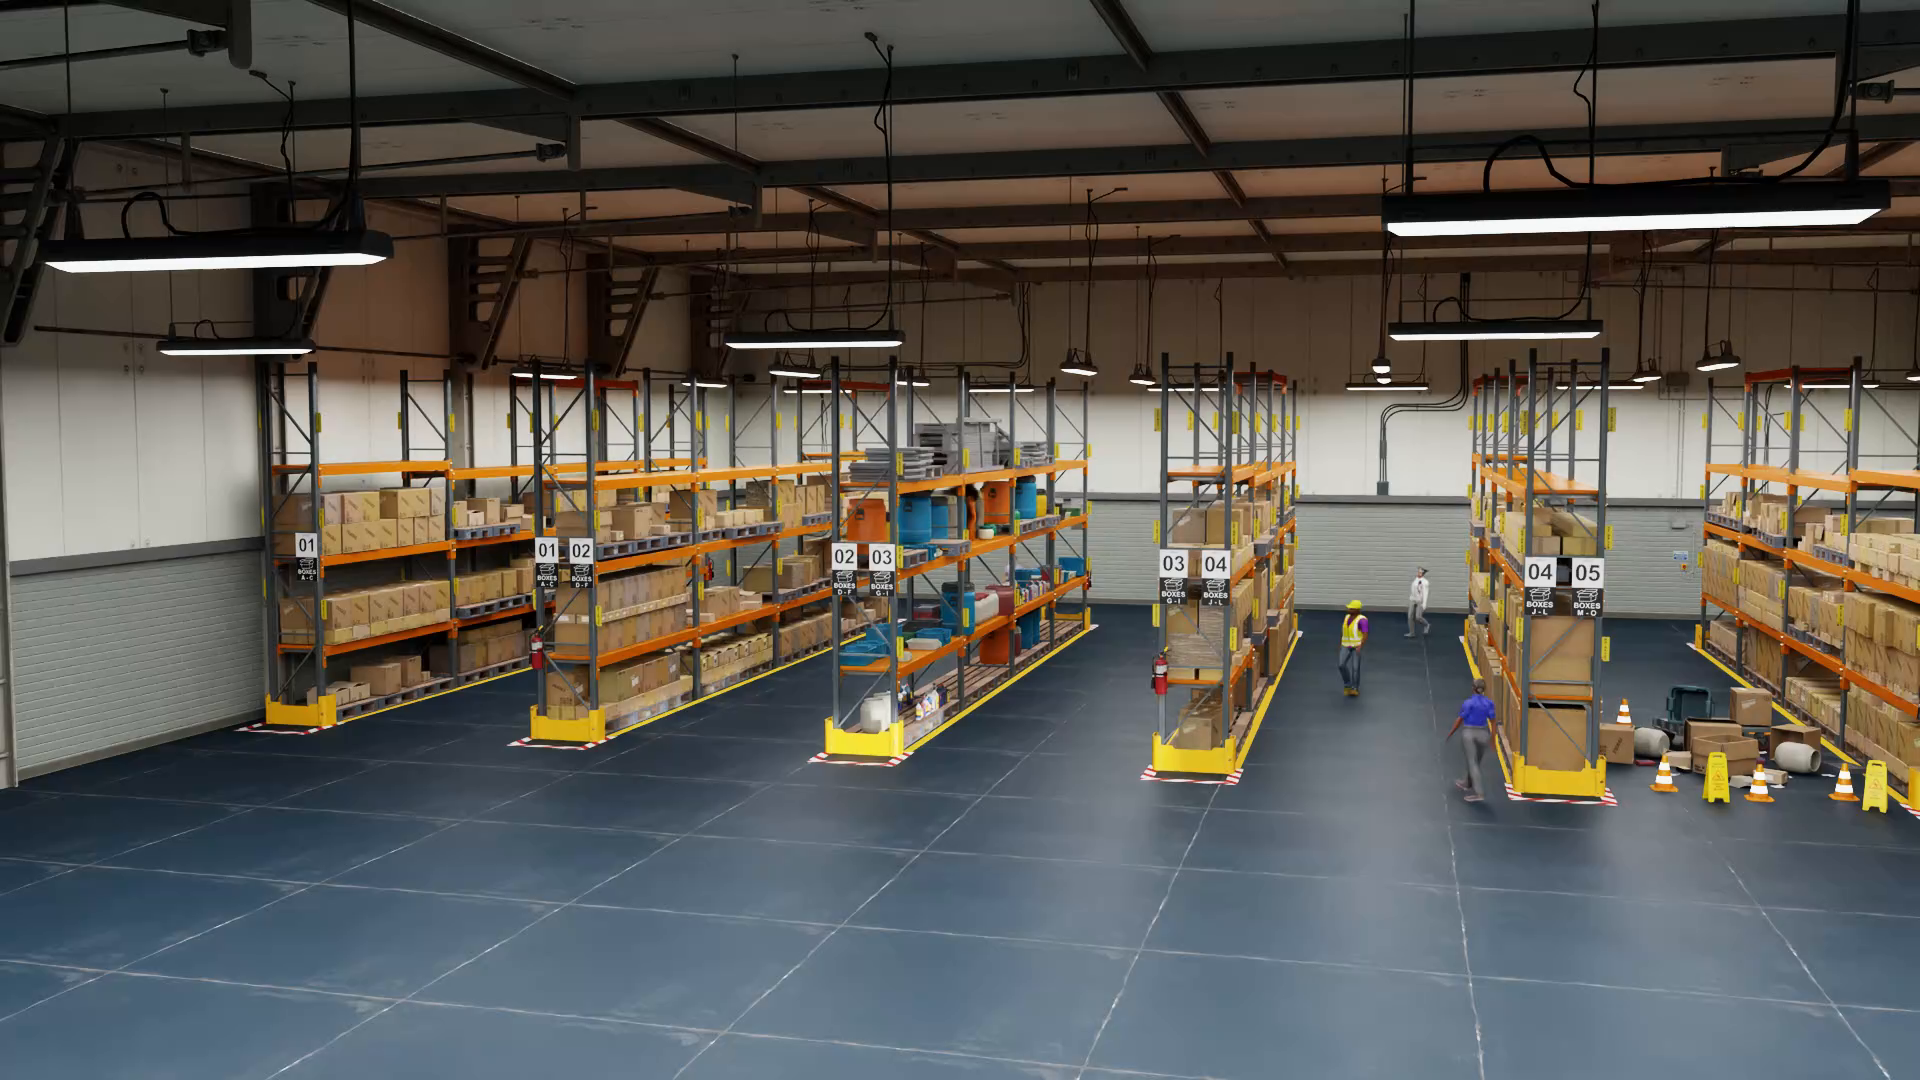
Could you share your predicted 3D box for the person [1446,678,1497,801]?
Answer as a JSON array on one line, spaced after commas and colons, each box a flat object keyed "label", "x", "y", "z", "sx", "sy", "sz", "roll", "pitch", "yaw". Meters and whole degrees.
[{"label": "person", "x": 6.808, "y": 2.619, "z": 22.140, "sx": 0.580, "sy": 1.597, "sz": 0.985, "roll": 0, "pitch": 4, "yaw": -5}]

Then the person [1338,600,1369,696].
[{"label": "person", "x": 7.171, "y": 2.002, "z": 30.488, "sx": 0.652, "sy": 1.791, "sz": 0.667, "roll": 2, "pitch": 5, "yaw": 31}]

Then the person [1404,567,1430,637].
[{"label": "person", "x": 10.701, "y": 1.441, "z": 38.689, "sx": 0.538, "sy": 1.649, "sz": 0.548, "roll": -3, "pitch": 5, "yaw": -36}]

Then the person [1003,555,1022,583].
[{"label": "person", "x": 1.349, "y": 1.176, "z": 42.810, "sx": 0.480, "sy": 1.595, "sz": 1.000, "roll": 1, "pitch": 4, "yaw": 12}]
